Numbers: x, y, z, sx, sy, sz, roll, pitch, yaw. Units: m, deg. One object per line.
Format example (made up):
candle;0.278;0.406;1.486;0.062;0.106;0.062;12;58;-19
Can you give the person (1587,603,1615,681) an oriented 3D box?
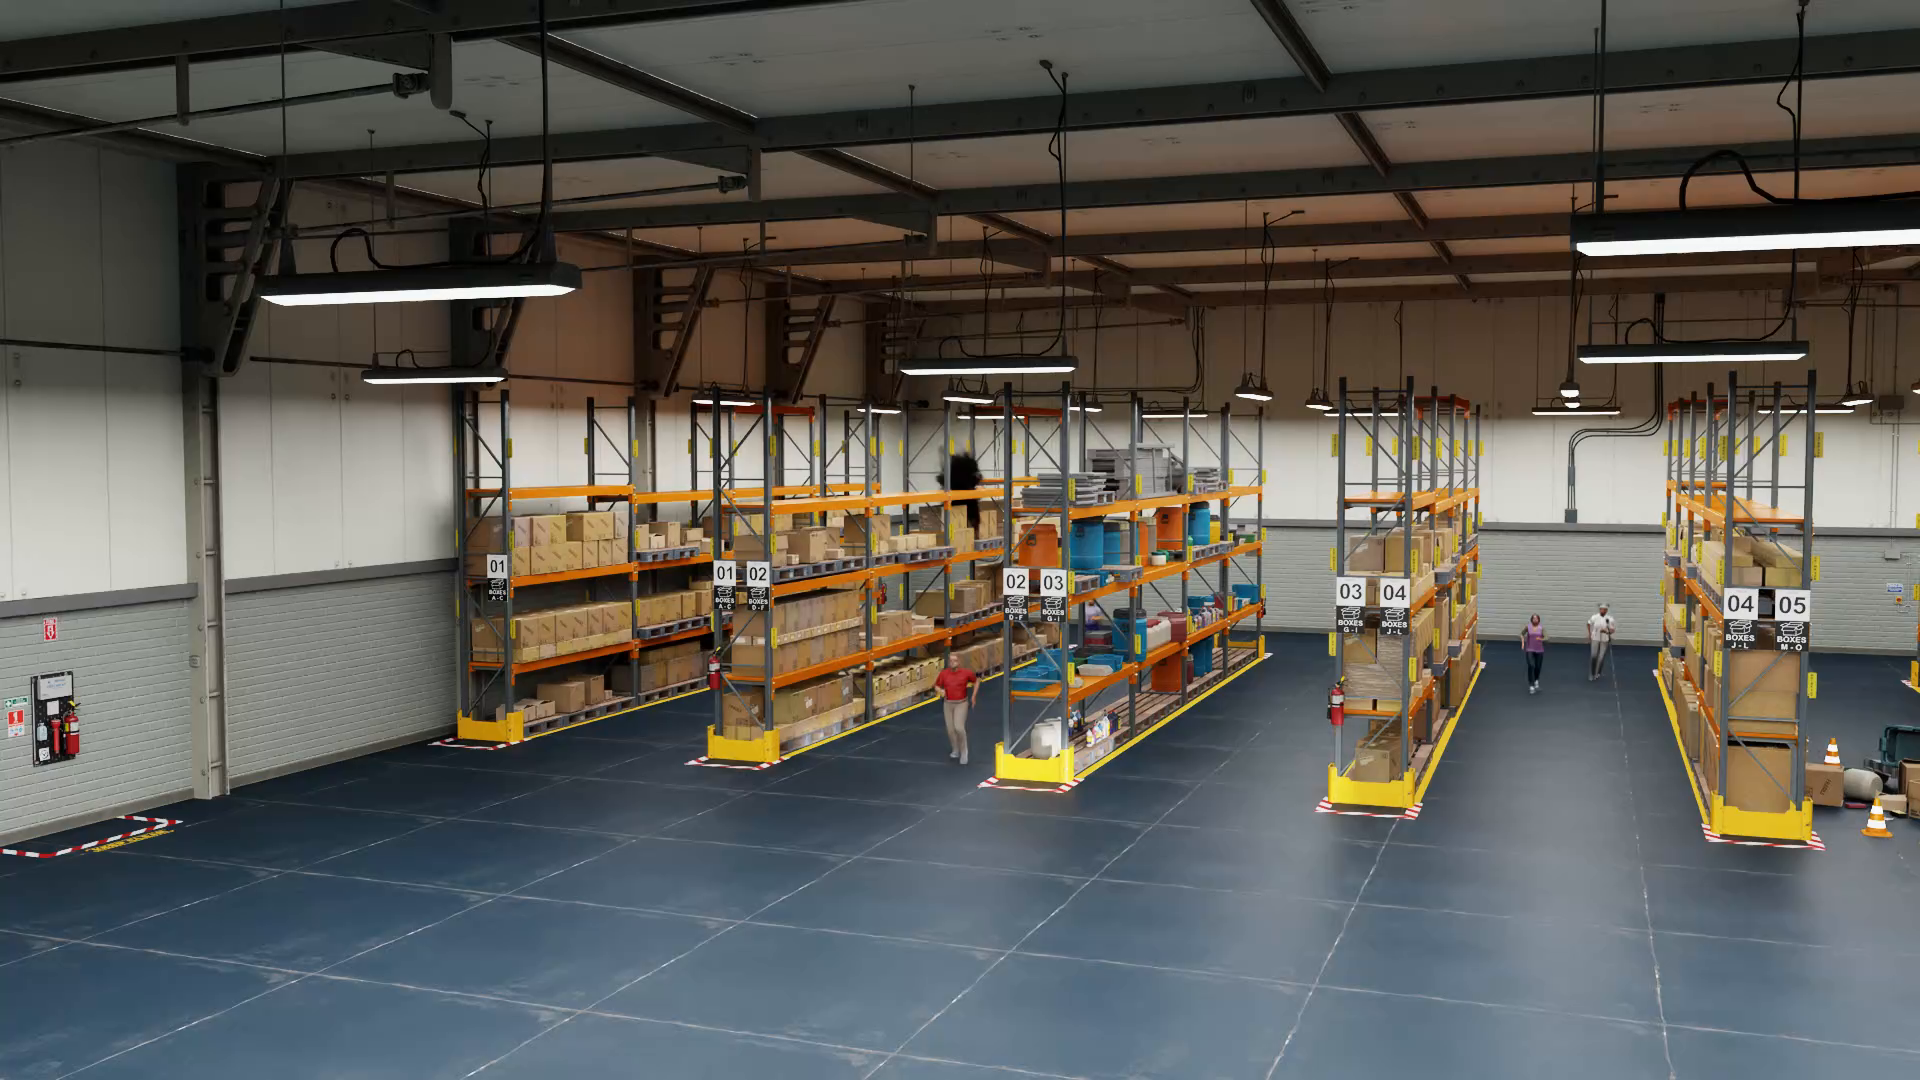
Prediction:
person;13.821;2.216;35.868;0.559;1.757;0.623;1;3;19

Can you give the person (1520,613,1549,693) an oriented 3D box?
person;11.781;2.299;34.110;0.530;1.595;0.872;1;3;13

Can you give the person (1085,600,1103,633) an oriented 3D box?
person;2.991;2.090;38.172;0.576;1.698;0.698;0;3;6

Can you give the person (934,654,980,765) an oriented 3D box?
person;-0.086;2.691;26.477;0.662;1.766;0.746;1;3;18
